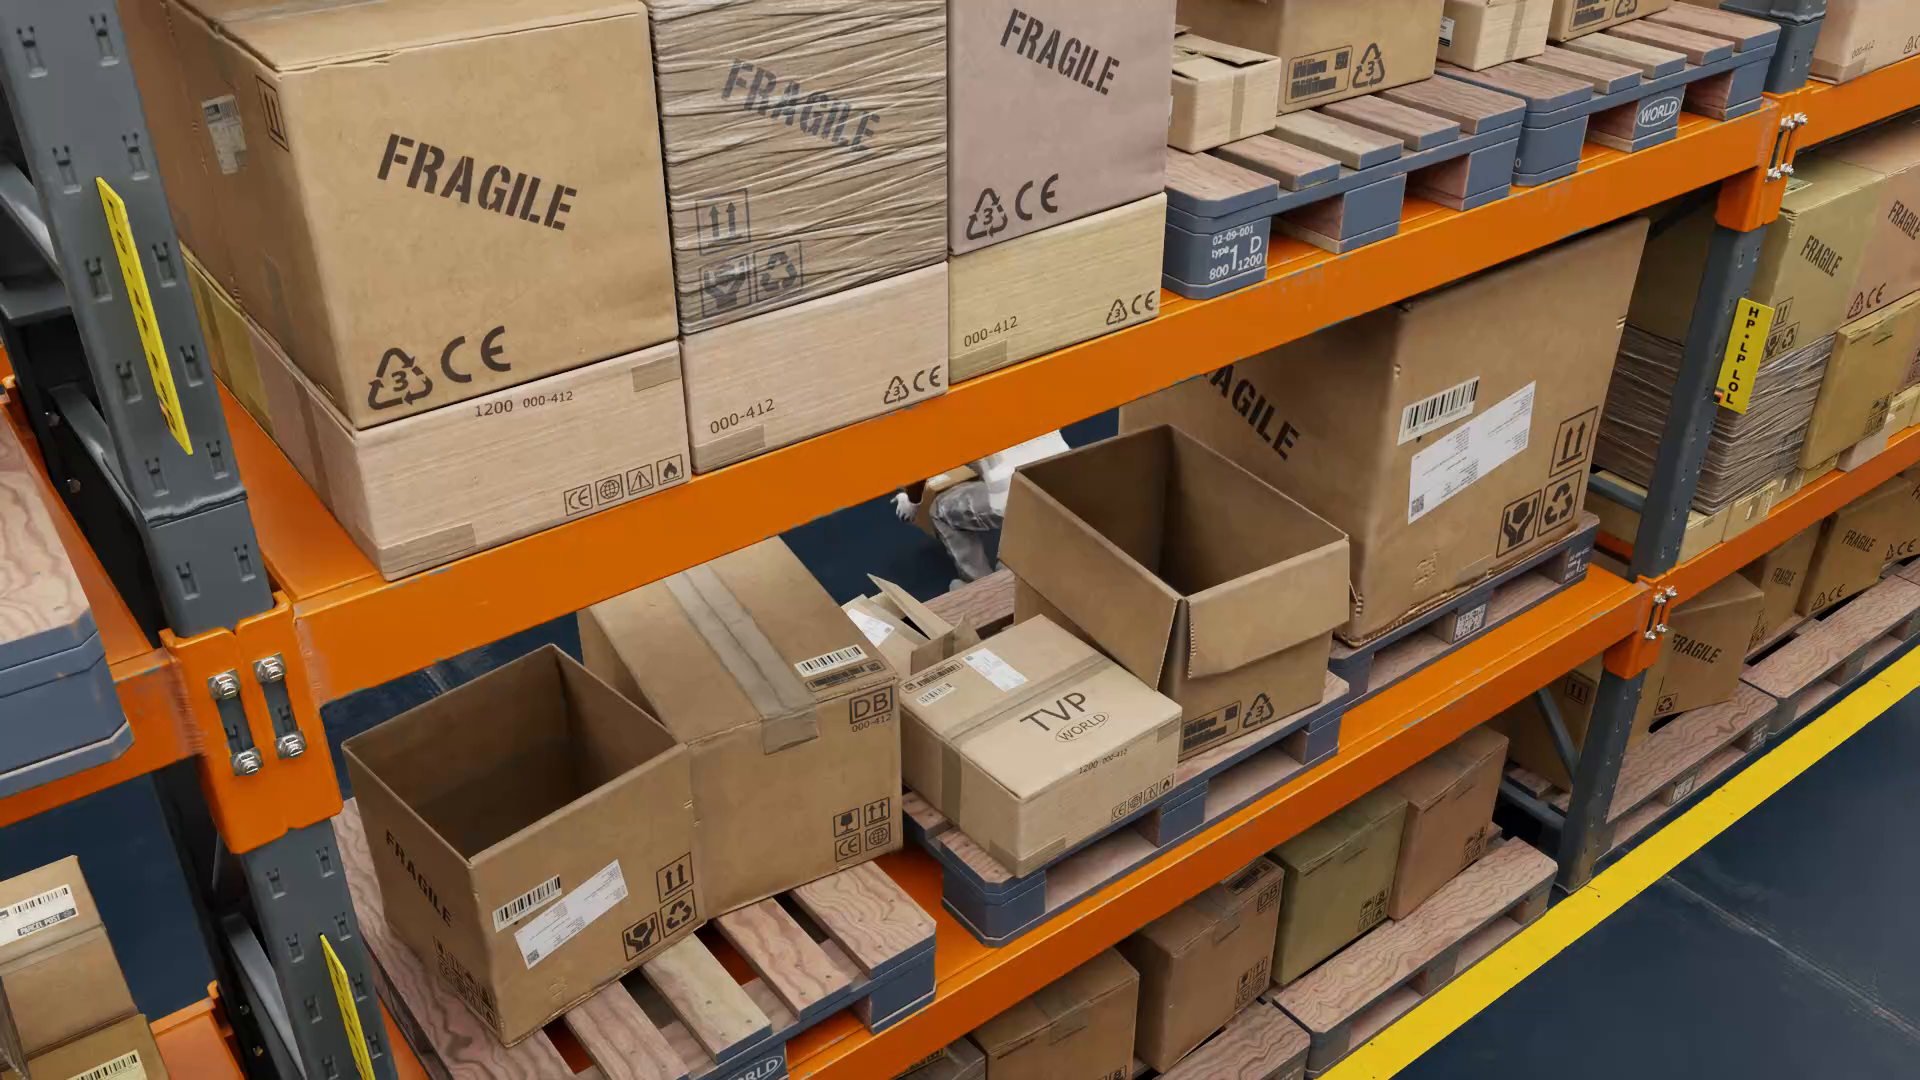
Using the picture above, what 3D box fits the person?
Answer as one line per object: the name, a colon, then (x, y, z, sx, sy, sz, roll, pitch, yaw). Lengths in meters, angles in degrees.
person: (0.108, -0.257, 7.102, 0.597, 1.183, 0.852, -22, 38, -31)
